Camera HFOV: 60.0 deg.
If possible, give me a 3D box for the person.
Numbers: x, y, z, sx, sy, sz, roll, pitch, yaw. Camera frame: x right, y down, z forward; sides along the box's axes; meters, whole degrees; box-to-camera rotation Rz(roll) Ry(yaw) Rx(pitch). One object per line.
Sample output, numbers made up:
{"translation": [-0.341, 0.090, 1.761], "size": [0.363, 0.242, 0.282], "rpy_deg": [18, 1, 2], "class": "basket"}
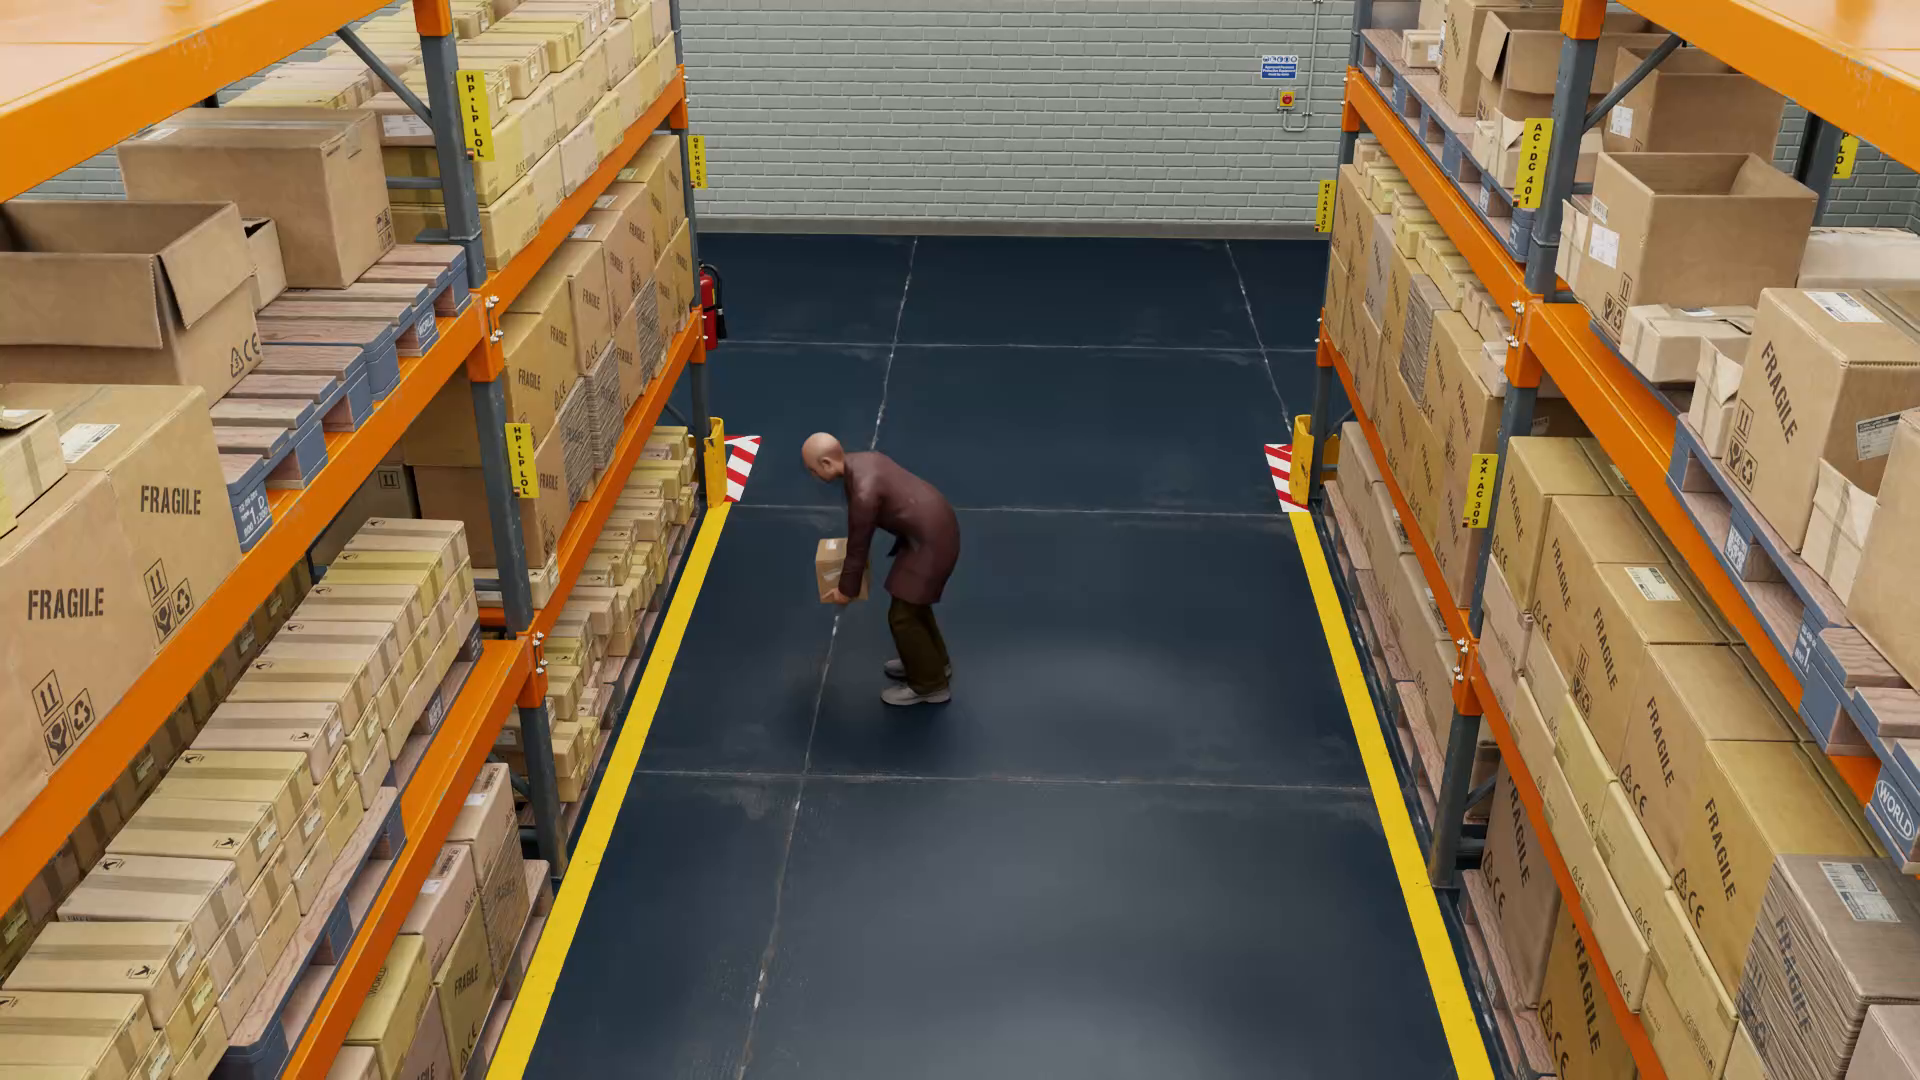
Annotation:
{"translation": [-0.399, 0.128, 8.687], "size": [0.806, 1.509, 0.556], "rpy_deg": [0, 28, 1], "class": "person"}
